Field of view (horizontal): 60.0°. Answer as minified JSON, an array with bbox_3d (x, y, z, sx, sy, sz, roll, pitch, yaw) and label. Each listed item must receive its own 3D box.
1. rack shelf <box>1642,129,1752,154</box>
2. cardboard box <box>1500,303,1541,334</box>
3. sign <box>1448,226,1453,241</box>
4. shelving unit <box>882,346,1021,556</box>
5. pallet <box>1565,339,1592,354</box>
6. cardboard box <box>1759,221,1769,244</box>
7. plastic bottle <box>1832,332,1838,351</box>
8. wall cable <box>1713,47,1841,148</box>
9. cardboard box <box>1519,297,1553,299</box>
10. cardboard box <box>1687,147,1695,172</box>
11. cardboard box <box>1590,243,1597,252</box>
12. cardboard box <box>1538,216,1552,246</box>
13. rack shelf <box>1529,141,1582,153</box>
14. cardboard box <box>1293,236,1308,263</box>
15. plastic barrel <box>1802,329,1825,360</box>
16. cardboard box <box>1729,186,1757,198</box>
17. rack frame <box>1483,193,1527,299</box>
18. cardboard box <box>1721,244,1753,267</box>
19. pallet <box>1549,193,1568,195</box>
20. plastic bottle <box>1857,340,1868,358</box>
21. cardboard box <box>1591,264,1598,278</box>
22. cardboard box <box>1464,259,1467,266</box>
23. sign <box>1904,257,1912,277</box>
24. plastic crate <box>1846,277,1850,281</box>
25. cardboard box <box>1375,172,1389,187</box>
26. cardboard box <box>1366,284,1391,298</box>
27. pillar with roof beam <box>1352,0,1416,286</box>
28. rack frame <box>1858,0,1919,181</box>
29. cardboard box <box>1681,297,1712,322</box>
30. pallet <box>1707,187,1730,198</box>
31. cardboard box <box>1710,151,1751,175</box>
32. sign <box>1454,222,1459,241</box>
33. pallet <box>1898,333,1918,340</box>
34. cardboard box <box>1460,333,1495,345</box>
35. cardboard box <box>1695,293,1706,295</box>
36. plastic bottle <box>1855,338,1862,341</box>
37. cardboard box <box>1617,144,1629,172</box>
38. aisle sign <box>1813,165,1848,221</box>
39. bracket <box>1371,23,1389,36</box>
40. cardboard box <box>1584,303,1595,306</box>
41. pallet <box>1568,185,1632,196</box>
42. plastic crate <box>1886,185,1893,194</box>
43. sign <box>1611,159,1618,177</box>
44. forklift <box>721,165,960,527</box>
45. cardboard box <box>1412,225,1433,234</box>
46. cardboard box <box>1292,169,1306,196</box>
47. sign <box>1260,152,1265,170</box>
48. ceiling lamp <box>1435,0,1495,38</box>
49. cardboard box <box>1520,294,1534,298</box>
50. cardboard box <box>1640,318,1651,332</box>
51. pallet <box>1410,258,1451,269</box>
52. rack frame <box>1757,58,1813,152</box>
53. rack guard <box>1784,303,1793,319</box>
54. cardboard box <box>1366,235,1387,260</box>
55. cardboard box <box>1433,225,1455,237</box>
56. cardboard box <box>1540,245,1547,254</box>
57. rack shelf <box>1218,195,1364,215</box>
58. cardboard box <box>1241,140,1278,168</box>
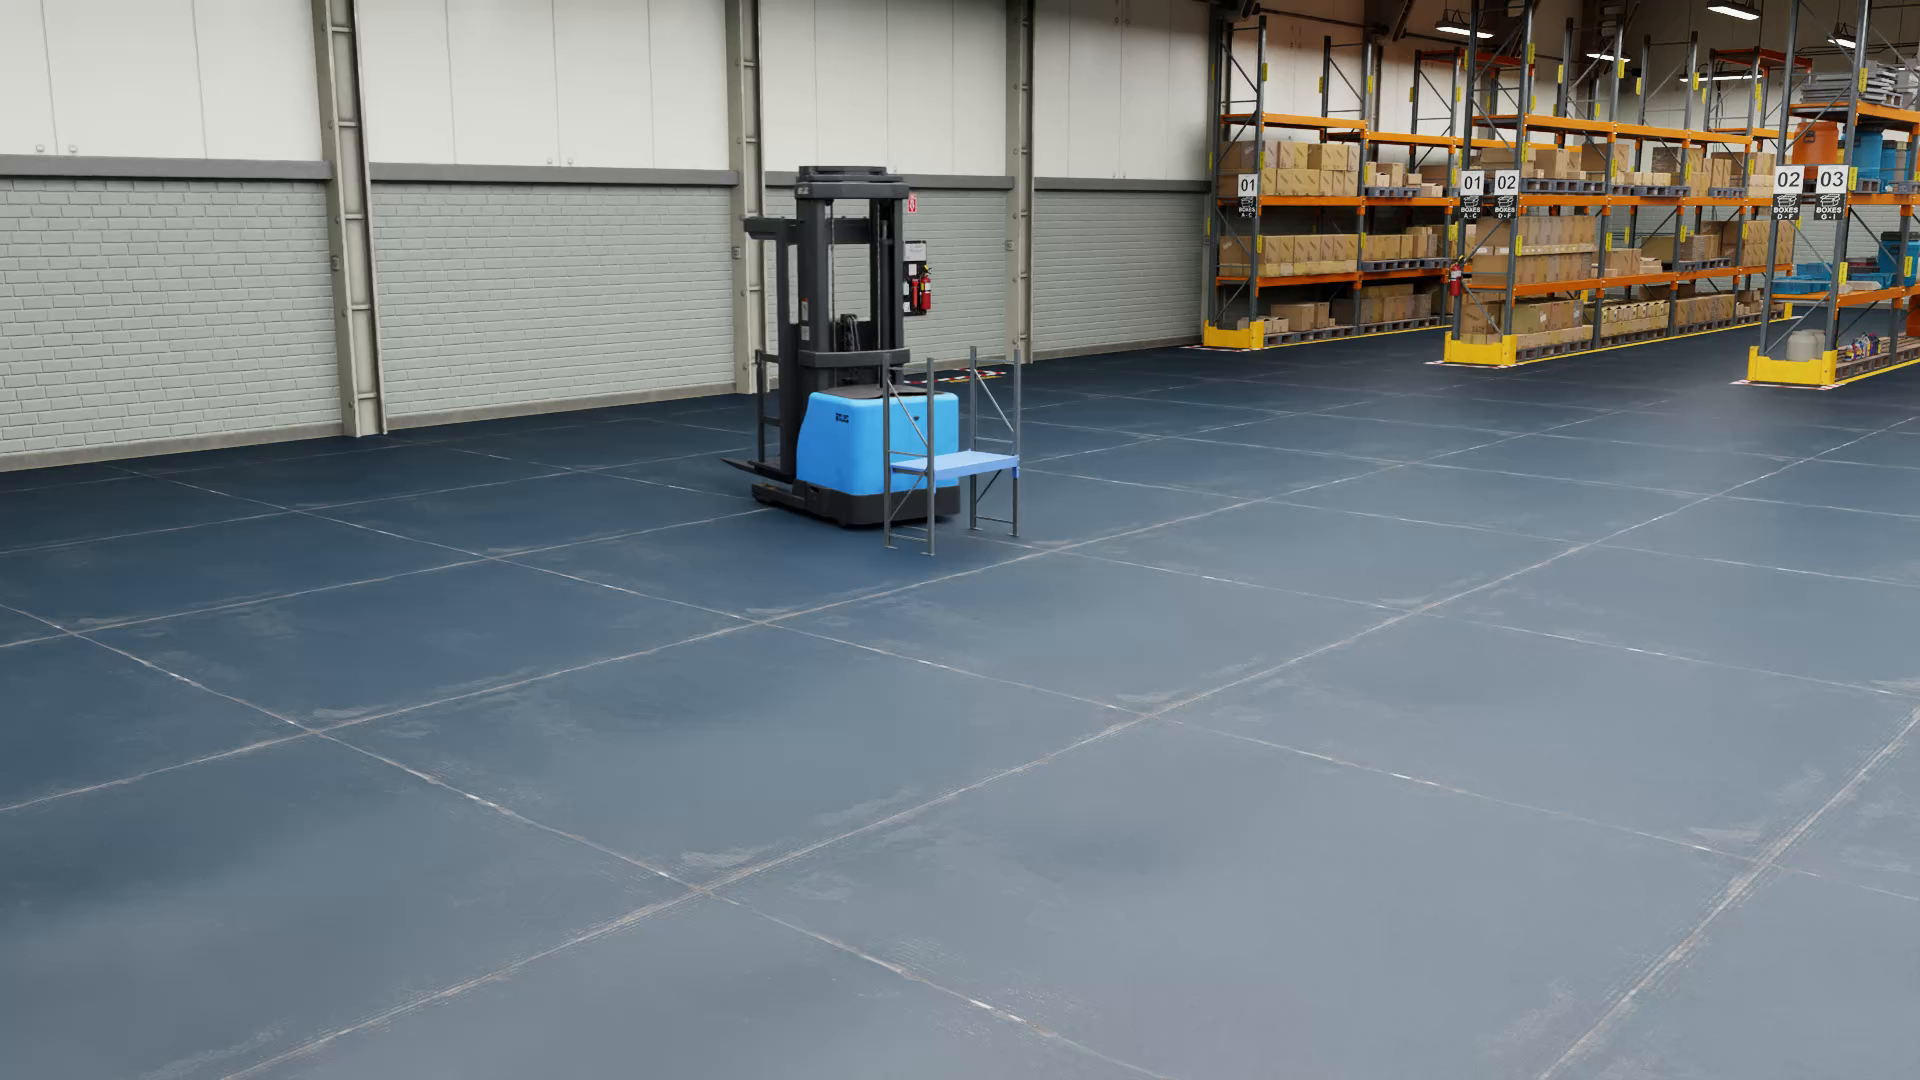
[{"bbox_3d":[15.464,-8.360,34.952,1.077,0.370,4.000,10,15,40],"label":"rack shelf"},{"bbox_3d":[9.713,-3.845,28.839,0.500,0.500,0.500,10,15,40],"label":"cardboard box"},{"bbox_3d":[10.834,-6.773,36.710,0.100,0.325,0.005,10,15,40],"label":"sign"},{"bbox_3d":[-0.056,-0.723,13.001,0.538,1.500,1.048,10,15,40],"label":"shelving unit"},{"bbox_3d":[10.947,-3.606,30.724,1.003,0.211,1.213,10,15,40],"label":"pallet"},{"bbox_3d":[17.987,-6.985,37.719,0.500,0.500,0.500,9,15,39],"label":"cardboard box"},{"bbox_3d":[14.486,-3.277,27.598,0.144,0.351,0.185,10,15,40],"label":"plastic bottle"},{"bbox_3d":[21.735,-11.822,44.459,3.097,2.526,0.112,10,15,40],"label":"wall cable"},{"bbox_3d":[10.638,-4.208,30.652,0.500,0.500,0.500,10,15,40],"label":"cardboard box"},{"bbox_3d":[14.773,-7.822,34.248,0.500,0.500,0.500,10,15,40],"label":"cardboard box"},{"bbox_3d":[11.485,-5.384,30.598,0.380,0.149,0.250,10,15,40],"label":"cardboard box"},{"bbox_3d":[9.891,-5.408,29.064,0.700,0.500,0.500,10,15,41],"label":"cardboard box"},{"bbox_3d":[14.381,-9.589,41.102,1.077,0.370,4.000,10,15,40],"label":"rack shelf"},{"bbox_3d":[6.360,-5.618,32.098,0.500,0.500,0.500,9,14,39],"label":"cardboard box"},{"bbox_3d":[13.289,-3.022,25.960,0.421,0.512,0.421,0,11,0],"label":"plastic barrel"},{"bbox_3d":[17.291,-7.699,36.822,0.500,0.250,0.500,10,15,40],"label":"cardboard box"},{"bbox_3d":[13.061,-6.902,40.107,1.000,3.000,0.127,10,15,40],"label":"rack frame"},{"bbox_3d":[17.325,-6.350,37.092,0.500,0.500,0.500,10,15,42],"label":"cardboard box"},{"bbox_3d":[14.414,-8.627,41.312,1.003,0.211,1.213,10,15,40],"label":"pallet"},{"bbox_3d":[14.563,-3.093,26.867,0.152,0.276,0.135,10,15,41],"label":"plastic bottle"},{"bbox_3d":[11.796,-5.089,31.416,0.500,0.250,0.500,11,16,44],"label":"cardboard box"},{"bbox_3d":[11.224,-6.282,37.596,0.380,0.149,0.250,10,15,42],"label":"cardboard box"},{"bbox_3d":[15.628,-4.507,27.409,0.100,0.325,0.005,10,15,40],"label":"sign"},{"bbox_3d":[14.114,-4.176,27.004,0.450,0.188,0.662,10,15,40],"label":"plastic crate"},{"bbox_3d":[8.607,-7.518,34.692,0.500,0.311,0.500,10,15,42],"label":"cardboard box"},{"bbox_3d":[8.882,-5.335,35.607,0.500,0.250,0.500,9,15,39],"label":"cardboard box"},{"bbox_3d":[12.146,-8.619,33.388,9.100,9.000,0.548,10,15,40],"label":"pillar with roof beam"},{"bbox_3d":[15.222,-7.386,27.213,1.000,3.000,0.127,10,15,40],"label":"rack frame"},{"bbox_3d":[15.676,-4.921,35.452,0.500,0.500,0.500,9,14,38],"label":"cardboard box"},{"bbox_3d":[15.619,-7.401,35.427,1.213,0.211,1.003,10,15,40],"label":"pallet"},{"bbox_3d":[17.077,-8.348,36.884,0.700,0.500,0.500,10,15,40],"label":"cardboard box"},{"bbox_3d":[8.465,-5.252,28.288,0.100,0.325,0.005,10,15,40],"label":"sign"},{"bbox_3d":[18.351,-3.786,31.628,1.003,0.211,1.213,10,15,40],"label":"pallet"},{"bbox_3d":[8.995,-3.471,28.878,0.500,0.250,0.500,10,15,40],"label":"cardboard box"},{"bbox_3d":[16.282,-5.212,36.906,0.500,0.500,0.500,9,14,38],"label":"cardboard box"},{"bbox_3d":[14.759,-3.179,27.299,0.152,0.276,0.135,10,15,40],"label":"plastic bottle"},{"bbox_3d":[12.299,-7.228,31.480,0.500,0.500,0.500,-10,15,-42],"label":"cardboard box"},{"bbox_3d":[12.754,-5.081,24.357,0.394,0.787,0.004,10,15,40],"label":"aisle sign"},{"bbox_3d":[8.905,-10.834,35.287,0.235,0.232,0.430,10,15,40],"label":"bracket"},{"bbox_3d":[12.225,-4.464,32.420,0.500,0.311,0.500,10,15,40],"label":"cardboard box"},{"bbox_3d":[12.076,-6.593,31.393,0.805,0.209,1.217,9,14,38],"label":"pallet"},{"bbox_3d":[14.466,-5.497,26.089,0.243,0.136,0.396,10,15,40],"label":"plastic crate"},{"bbox_3d":[11.921,-6.776,30.300,0.100,0.325,0.005,10,15,40],"label":"sign"},{"bbox_3d":[-1.211,-1.789,14.683,1.130,2.935,3.031,-7,13,-32],"label":"forklift"},{"bbox_3d":[10.525,-6.986,37.548,0.500,0.250,0.500,10,15,42],"label":"cardboard box"},{"bbox_3d":[6.269,-6.834,31.804,0.500,0.500,0.500,11,16,43],"label":"cardboard box"},{"bbox_3d":[5.547,-6.965,30.537,0.100,0.325,0.005,10,15,40],"label":"sign"},{"bbox_3d":[9.799,-11.146,31.139,0.800,3.185,2.000,10,15,40],"label":"ceiling lamp"},{"bbox_3d":[13.631,-5.978,40.795,0.700,0.500,0.500,10,15,41],"label":"cardboard box"},{"bbox_3d":[13.308,-4.272,32.889,0.500,0.250,0.500,10,15,42],"label":"cardboard box"},{"bbox_3d":[10.030,-6.100,36.585,1.213,0.211,1.003,10,15,40],"label":"pallet"},{"bbox_3d":[19.425,-9.792,39.262,1.000,3.000,0.127,10,15,40],"label":"rack frame"},{"bbox_3d":[19.375,-5.613,40.038,1.175,0.500,0.348,10,15,40],"label":"rack guard"},{"bbox_3d":[8.516,-6.141,34.921,0.500,0.500,0.700,-10,15,-42],"label":"cardboard box"},{"bbox_3d":[10.933,-6.923,37.235,0.500,0.250,0.500,10,15,42],"label":"cardboard box"},{"bbox_3d":[9.964,-5.045,28.901,0.380,0.149,0.250,9,14,38],"label":"cardboard box"},{"bbox_3d":[6.460,-6.548,32.517,1.077,0.370,4.000,10,15,40],"label":"rack shelf"},{"bbox_3d":[5.576,-7.181,30.990,0.500,0.500,0.500,8,14,36],"label":"cardboard box"}]
